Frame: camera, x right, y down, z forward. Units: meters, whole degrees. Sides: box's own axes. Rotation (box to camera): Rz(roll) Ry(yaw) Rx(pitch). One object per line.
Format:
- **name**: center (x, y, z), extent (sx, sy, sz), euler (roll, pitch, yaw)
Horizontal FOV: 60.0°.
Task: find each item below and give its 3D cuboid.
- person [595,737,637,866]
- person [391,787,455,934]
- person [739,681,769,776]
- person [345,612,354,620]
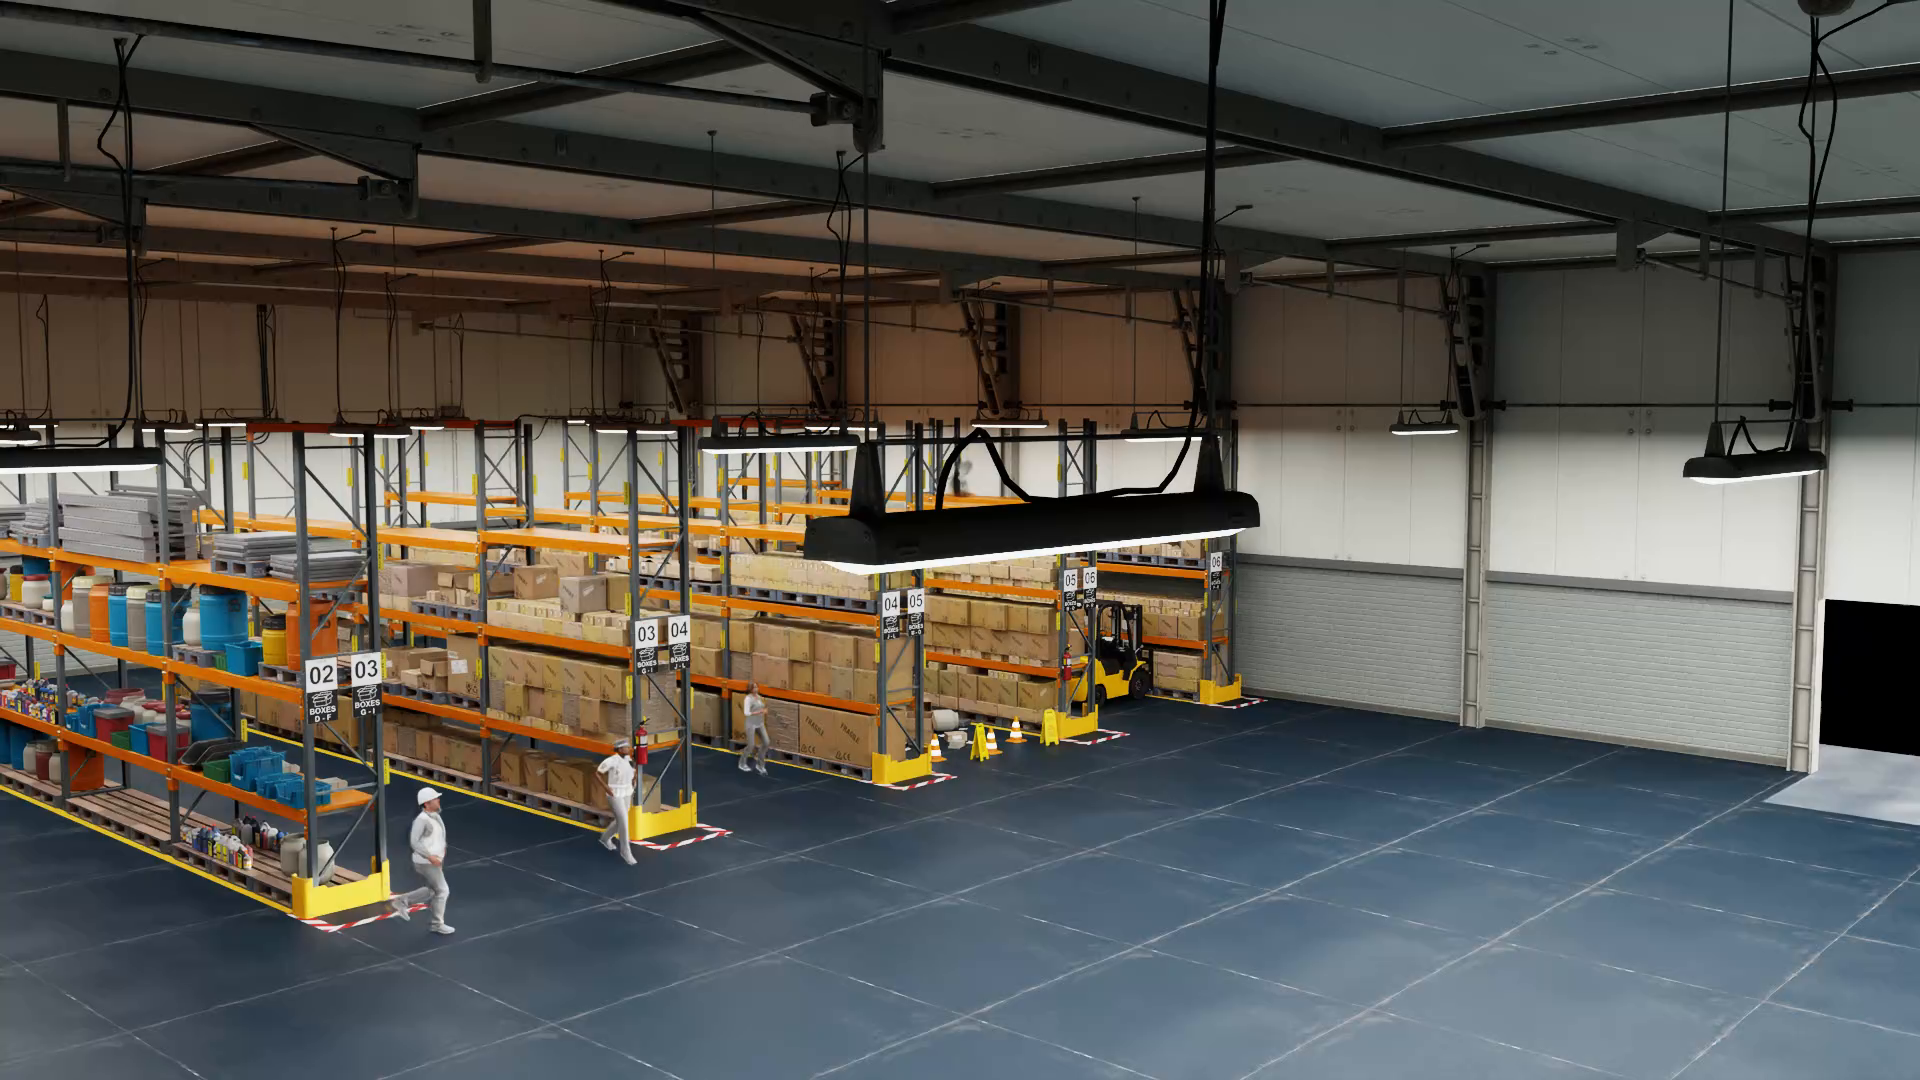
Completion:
- **person**: center (-4.730, 3.595, 23.230), extent (0.918, 1.701, 0.583), euler (3, 5, 31)
- **person**: center (-6.443, 3.832, 19.913), extent (0.747, 1.765, 0.678), euler (0, 5, -6)
- **person**: center (-3.506, 3.214, 28.383), extent (0.666, 1.639, 0.514), euler (3, 6, 34)
- **person**: center (-14.023, 2.336, 38.413), extent (0.677, 1.752, 0.559), euler (0, 5, 5)
